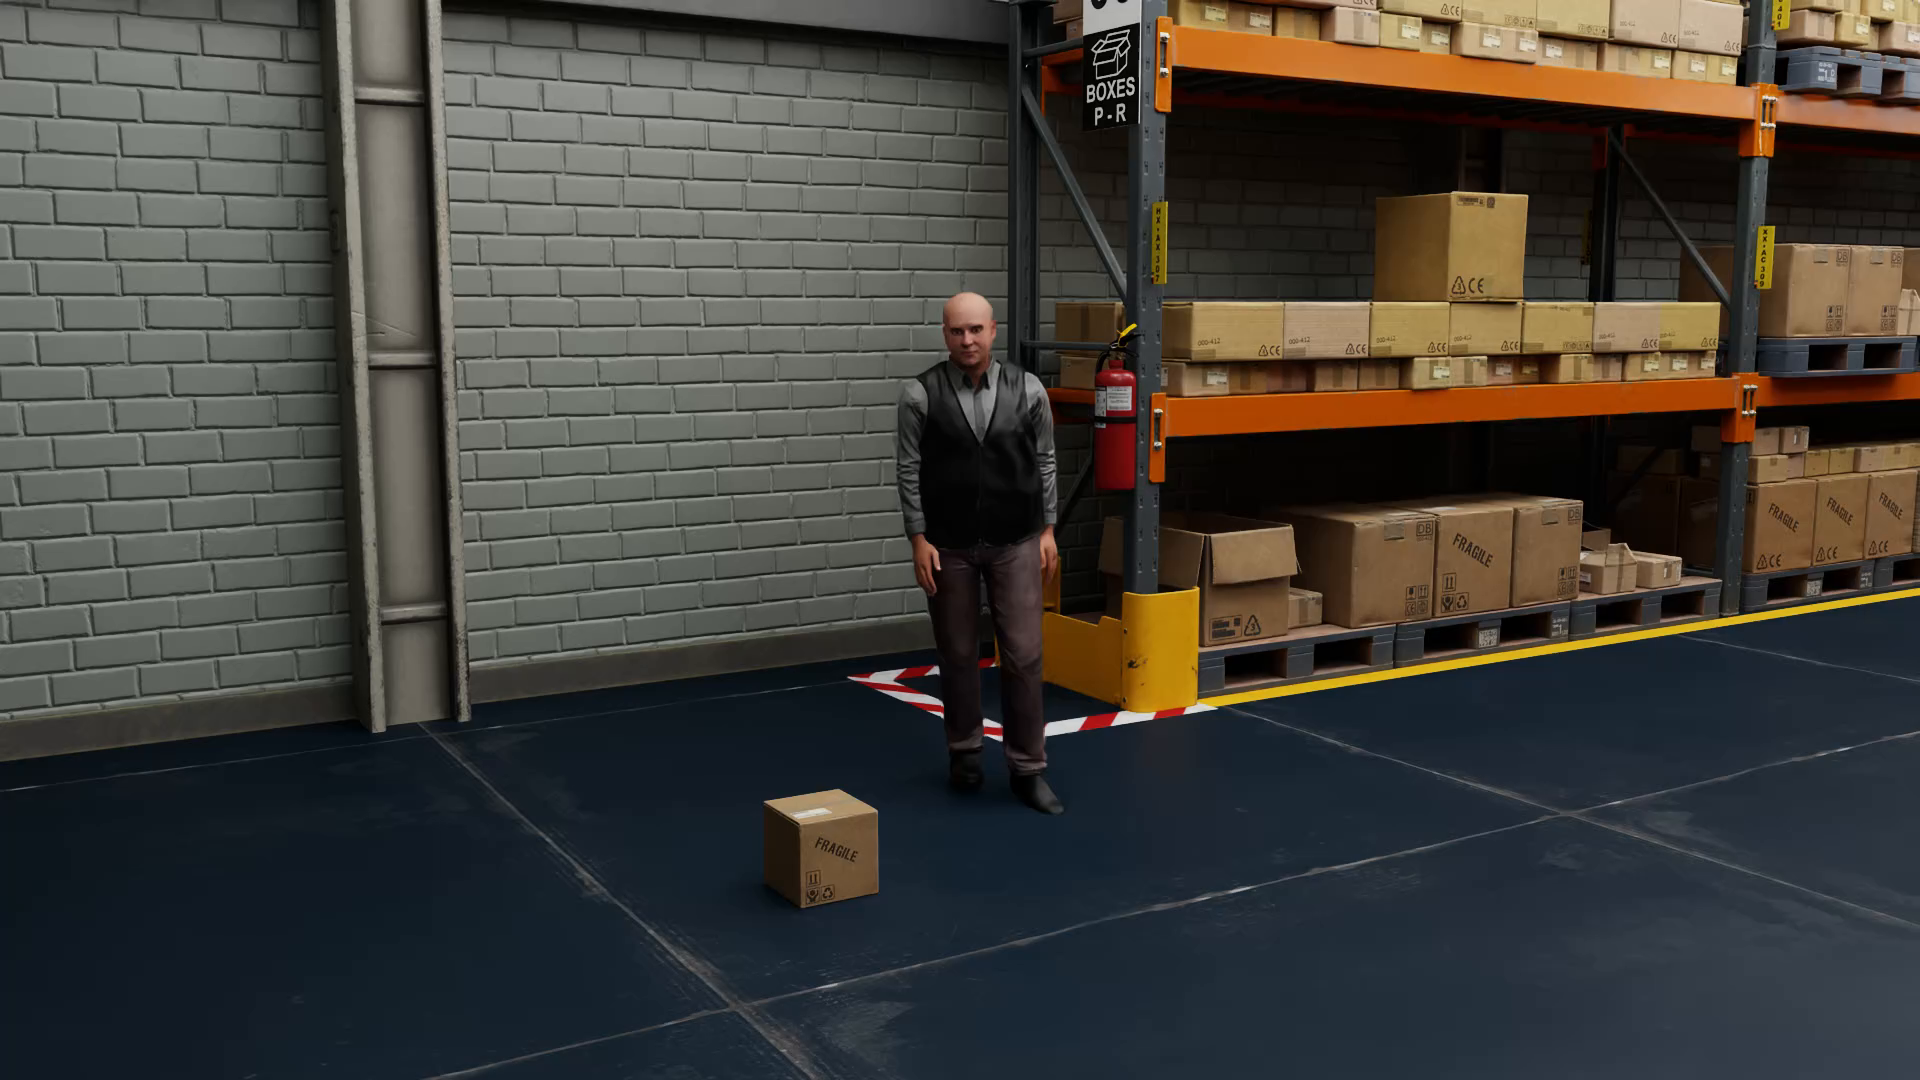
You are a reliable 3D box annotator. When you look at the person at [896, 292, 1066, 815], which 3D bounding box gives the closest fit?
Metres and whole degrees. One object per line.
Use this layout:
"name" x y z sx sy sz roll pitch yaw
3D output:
"person" 0.071 0.042 5.687 0.576 1.758 0.524 0 8 -1
